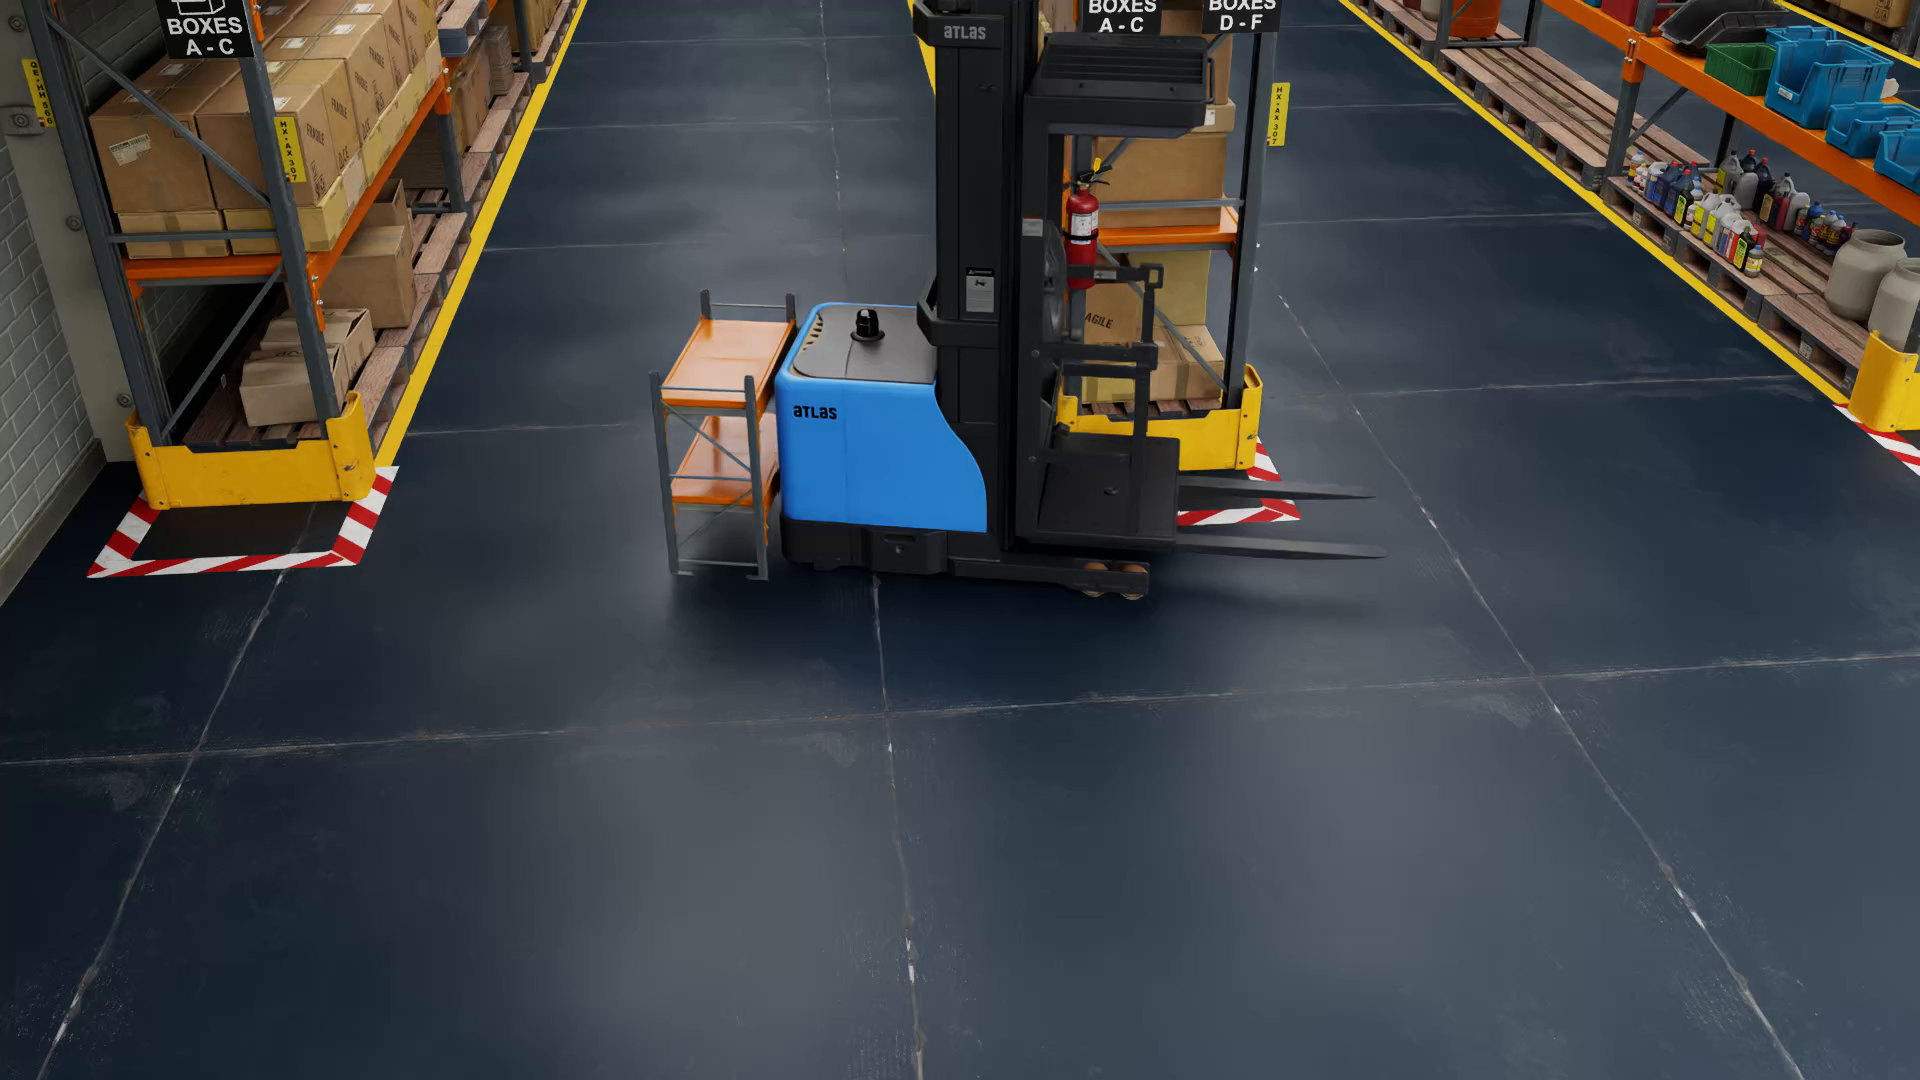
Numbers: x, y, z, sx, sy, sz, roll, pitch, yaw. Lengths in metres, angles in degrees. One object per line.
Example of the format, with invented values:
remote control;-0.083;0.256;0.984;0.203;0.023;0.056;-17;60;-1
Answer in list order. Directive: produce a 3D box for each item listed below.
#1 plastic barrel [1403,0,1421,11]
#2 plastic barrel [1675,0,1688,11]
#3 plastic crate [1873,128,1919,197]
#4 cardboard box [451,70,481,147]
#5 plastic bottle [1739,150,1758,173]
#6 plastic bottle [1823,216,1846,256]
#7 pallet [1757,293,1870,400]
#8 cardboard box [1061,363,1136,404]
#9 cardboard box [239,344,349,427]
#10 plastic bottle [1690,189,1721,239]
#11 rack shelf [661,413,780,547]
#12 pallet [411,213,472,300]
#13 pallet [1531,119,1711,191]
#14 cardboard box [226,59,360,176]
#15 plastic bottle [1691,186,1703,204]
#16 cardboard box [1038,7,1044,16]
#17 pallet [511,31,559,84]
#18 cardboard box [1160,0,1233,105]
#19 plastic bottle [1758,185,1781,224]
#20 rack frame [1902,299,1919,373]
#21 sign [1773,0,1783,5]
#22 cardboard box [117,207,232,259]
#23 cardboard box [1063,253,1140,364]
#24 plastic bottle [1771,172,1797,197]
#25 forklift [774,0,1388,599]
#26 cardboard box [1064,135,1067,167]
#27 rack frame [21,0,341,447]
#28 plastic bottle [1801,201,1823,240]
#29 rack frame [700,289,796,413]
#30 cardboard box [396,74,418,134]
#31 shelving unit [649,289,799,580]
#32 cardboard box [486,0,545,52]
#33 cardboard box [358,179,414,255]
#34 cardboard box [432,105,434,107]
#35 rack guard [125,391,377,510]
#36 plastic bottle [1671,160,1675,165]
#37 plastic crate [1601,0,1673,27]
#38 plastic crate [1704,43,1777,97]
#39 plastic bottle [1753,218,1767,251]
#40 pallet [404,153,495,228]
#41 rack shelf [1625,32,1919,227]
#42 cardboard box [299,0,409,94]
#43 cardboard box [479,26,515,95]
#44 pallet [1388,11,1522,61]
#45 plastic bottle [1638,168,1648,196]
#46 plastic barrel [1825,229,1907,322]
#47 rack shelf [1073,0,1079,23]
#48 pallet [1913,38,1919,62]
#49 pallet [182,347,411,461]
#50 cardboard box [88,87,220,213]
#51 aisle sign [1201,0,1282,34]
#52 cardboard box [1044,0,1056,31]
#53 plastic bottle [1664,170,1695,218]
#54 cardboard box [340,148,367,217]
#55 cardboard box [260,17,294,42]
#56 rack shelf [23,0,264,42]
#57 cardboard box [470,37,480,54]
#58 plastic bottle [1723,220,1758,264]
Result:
plastic barrel;5.100;-6.056;17.906;0.600;0.588;0.708;-3;31;-5
plastic barrel;5.908;-4.470;12.820;0.600;0.901;0.708;-3;31;-5
plastic crate;5.671;-2.178;9.617;0.499;0.251;0.616;-3;31;-5
cardboard box;-4.412;-3.583;13.832;0.700;0.500;0.500;-2;31;-4
plastic bottle;5.989;-2.780;12.633;0.144;0.351;0.185;-4;31;-6
plastic bottle;6.125;-2.134;11.629;0.097;0.271;0.097;0;31;0
pallet;5.891;-1.255;10.646;1.003;0.211;1.213;-3;31;-5
cardboard box;0.740;-1.025;9.813;0.500;0.250;0.500;-3;31;-5
cardboard box;-3.823;-0.918;9.555;0.500;0.311;0.500;-6;31;-10
plastic bottle;5.362;-2.349;11.912;0.144;0.351;0.185;-3;31;-5
rack shelf;-1.170;-0.350;8.716;0.538;0.278;1.000;3;31;5
pallet;-4.123;-2.030;11.943;1.003;0.211;1.213;-3;31;-5
pallet;5.530;-3.245;13.977;1.003;0.211;1.213;-3;31;-5
cardboard box;-3.629;-2.303;9.077;0.500;0.500;0.500;-3;31;-4
plastic bottle;5.373;-2.459;12.173;0.097;0.271;0.097;0;31;0
cardboard box;0.667;-3.325;10.661;0.380;0.149;0.250;-4;31;-6
pallet;-4.594;-4.820;16.613;1.003;0.211;1.213;-3;31;-5
cardboard box;1.048;-2.631;8.868;0.700;0.500;0.500;-3;31;-4
plastic bottle;5.938;-2.470;12.180;0.061;0.283;0.133;-3;31;-5
rack frame;6.016;-2.001;9.175;1.000;3.000;0.127;-3;31;-5
sign;6.191;-4.183;12.557;0.100;0.325;0.005;-3;31;-5
cardboard box;-4.084;-1.700;8.797;0.500;0.250;0.500;-2;31;-4
cardboard box;0.738;-1.347;9.620;0.500;0.500;0.500;-3;31;-5
plastic bottle;6.038;-2.517;12.193;0.144;0.351;0.185;-3;31;-5
forklift;0.645;-1.257;7.996;3.031;2.935;1.130;4;31;6
cardboard box;0.959;-2.569;10.028;0.700;0.500;0.500;-3;31;-4
rack frame;-3.848;-1.526;8.380;1.000;3.000;0.127;-3;31;-5
plastic bottle;6.097;-2.289;11.888;0.097;0.271;0.097;0;31;0
rack frame;-1.118;-0.819;9.024;0.500;1.125;0.032;3;31;5
cardboard box;-3.775;-2.775;10.597;0.500;0.250;0.500;-3;31;-5
shelving unit;-1.171;-0.560;8.590;0.538;1.125;1.048;3;31;5
cardboard box;-4.533;-5.250;16.301;0.750;0.750;0.750;-3;31;-5
cardboard box;-4.085;-2.156;11.443;0.500;0.500;0.500;-5;31;-8
cardboard box;-4.351;-3.606;13.139;0.500;0.250;0.500;-3;31;-6
rack guard;-3.855;-0.492;9.086;1.175;0.500;0.348;-3;31;-5
plastic bottle;5.399;-2.724;12.605;0.061;0.283;0.133;-3;31;-5
plastic crate;5.292;-4.303;12.967;0.402;0.464;0.583;-3;31;-5
plastic crate;5.488;-3.246;11.465;0.450;0.188;0.662;-3;31;-5
plastic bottle;5.518;-2.076;11.520;0.061;0.283;0.133;-3;31;-5
pallet;-4.296;-2.769;13.180;1.003;0.211;1.213;-3;31;-5
rack shelf;5.829;-2.713;11.069;1.077;0.370;4.000;-3;31;-5
cardboard box;-3.781;-3.096;10.403;0.500;0.500;0.500;-4;31;-6
cardboard box;-4.476;-4.361;15.135;0.700;0.500;0.500;-2;31;-4
pallet;5.153;-5.289;17.398;1.003;0.211;1.213;-3;31;-5
plastic bottle;5.255;-2.743;12.717;0.097;0.201;0.097;0;31;0
plastic barrel;5.832;-1.701;10.690;0.421;0.512;0.421;0;31;0
rack shelf;0.897;-3.766;9.905;1.077;0.370;4.000;-3;31;-5
pallet;10.271;-4.726;16.457;1.003;0.211;1.213;-3;31;-5
pallet;-3.896;-0.784;9.857;1.003;0.211;1.213;-3;31;-5
cardboard box;-4.103;-2.023;8.607;0.500;0.500;0.500;-3;31;-5
aisle sign;1.395;-2.863;8.082;0.394;0.787;0.004;-3;31;-5
cardboard box;0.899;-3.413;10.176;0.700;0.500;0.500;-3;31;-5
plastic bottle;5.322;-2.566;12.276;0.144;0.351;0.185;-4;31;-7
cardboard box;-3.640;-1.999;9.299;0.500;0.250;0.500;-4;31;-6
cardboard box;-4.240;-2.801;9.910;0.500;0.500;0.500;-2;31;-4
rack shelf;-4.035;-3.526;9.505;1.077;0.370;4.000;-3;31;-5
cardboard box;-4.485;-4.389;14.451;0.500;0.250;0.500;-2;31;-4
plastic bottle;5.412;-2.067;11.513;0.152;0.276;0.135;-3;31;-4
